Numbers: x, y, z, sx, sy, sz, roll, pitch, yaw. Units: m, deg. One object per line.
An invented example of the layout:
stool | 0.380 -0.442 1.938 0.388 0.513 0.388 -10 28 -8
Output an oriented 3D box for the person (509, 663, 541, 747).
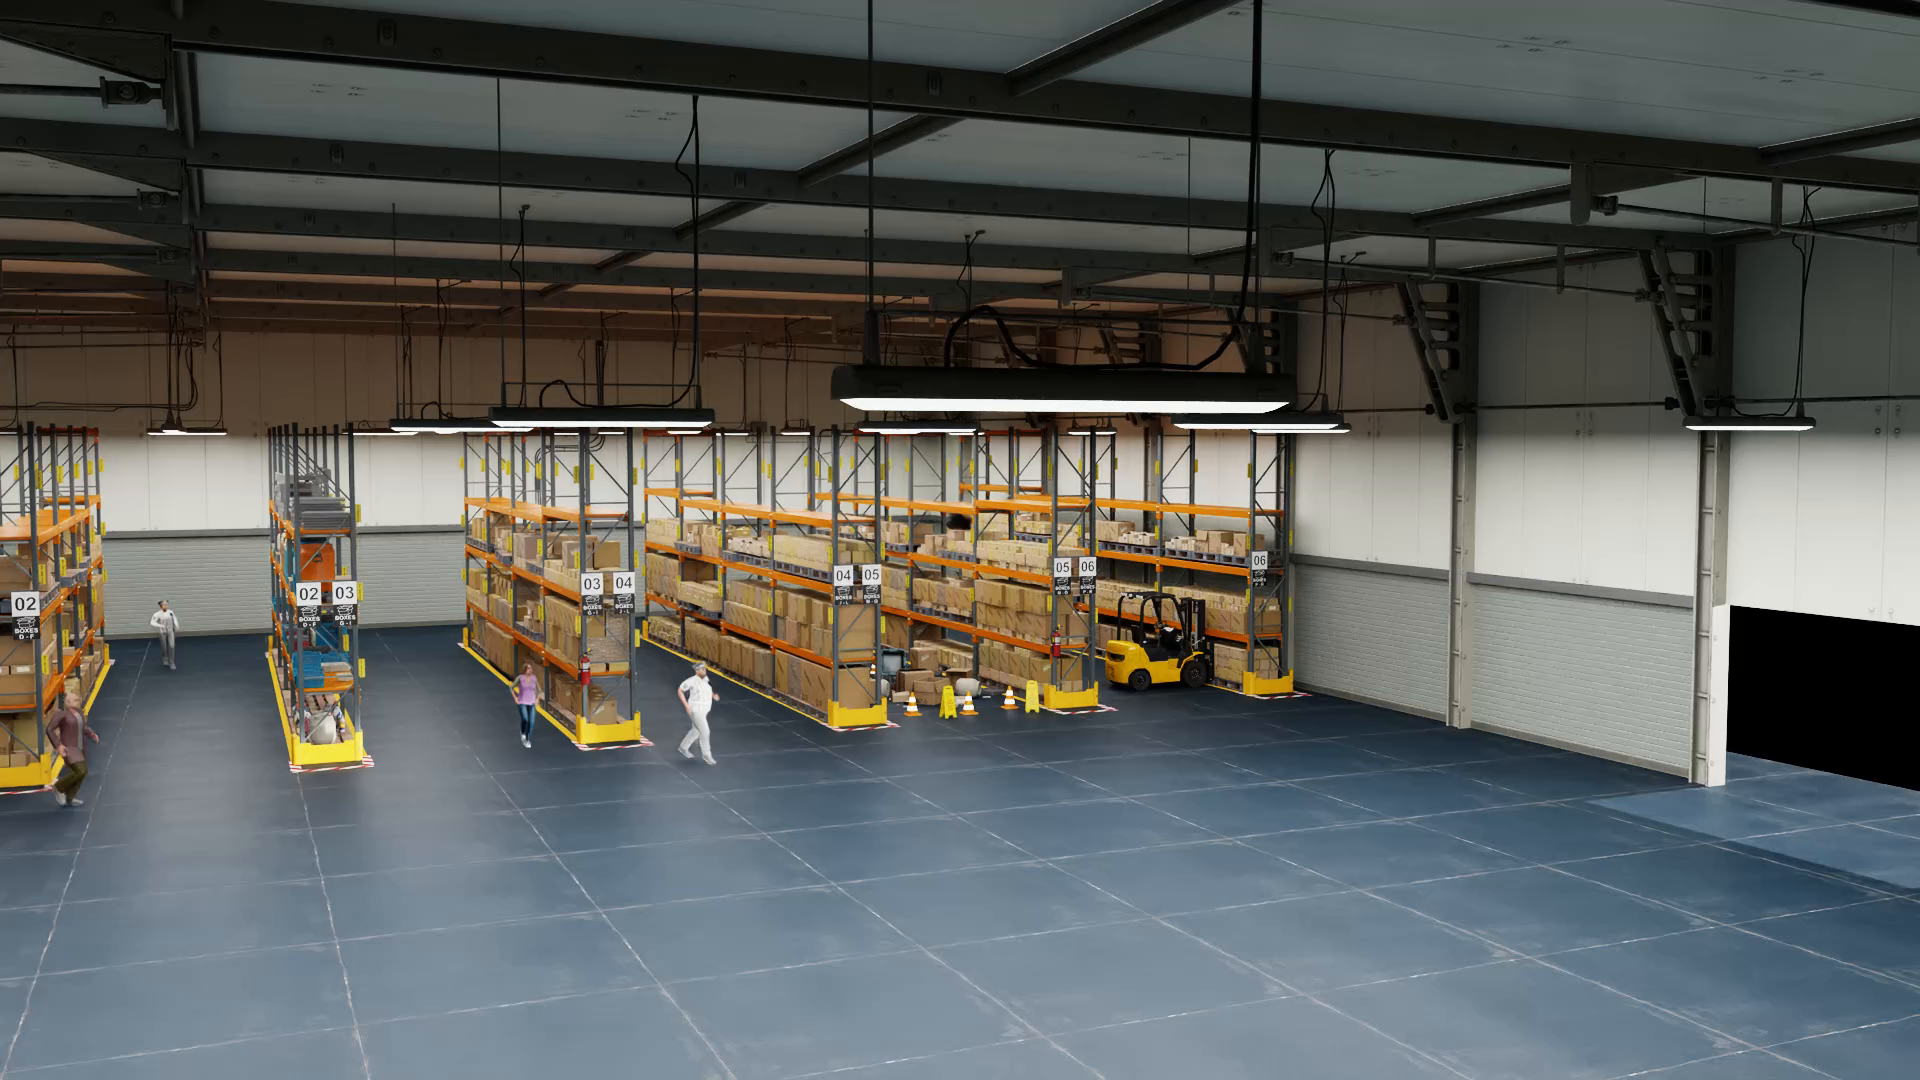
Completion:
person | -8.023 3.061 30.815 0.560 1.565 0.515 -2 4 -28

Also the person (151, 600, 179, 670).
person | -19.811 2.353 41.440 0.647 1.756 0.785 -3 5 -40

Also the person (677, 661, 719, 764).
person | -4.643 3.042 29.460 0.857 1.823 0.651 1 4 20

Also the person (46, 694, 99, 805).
person | -13.795 3.266 25.915 0.627 1.745 0.722 0 4 7
